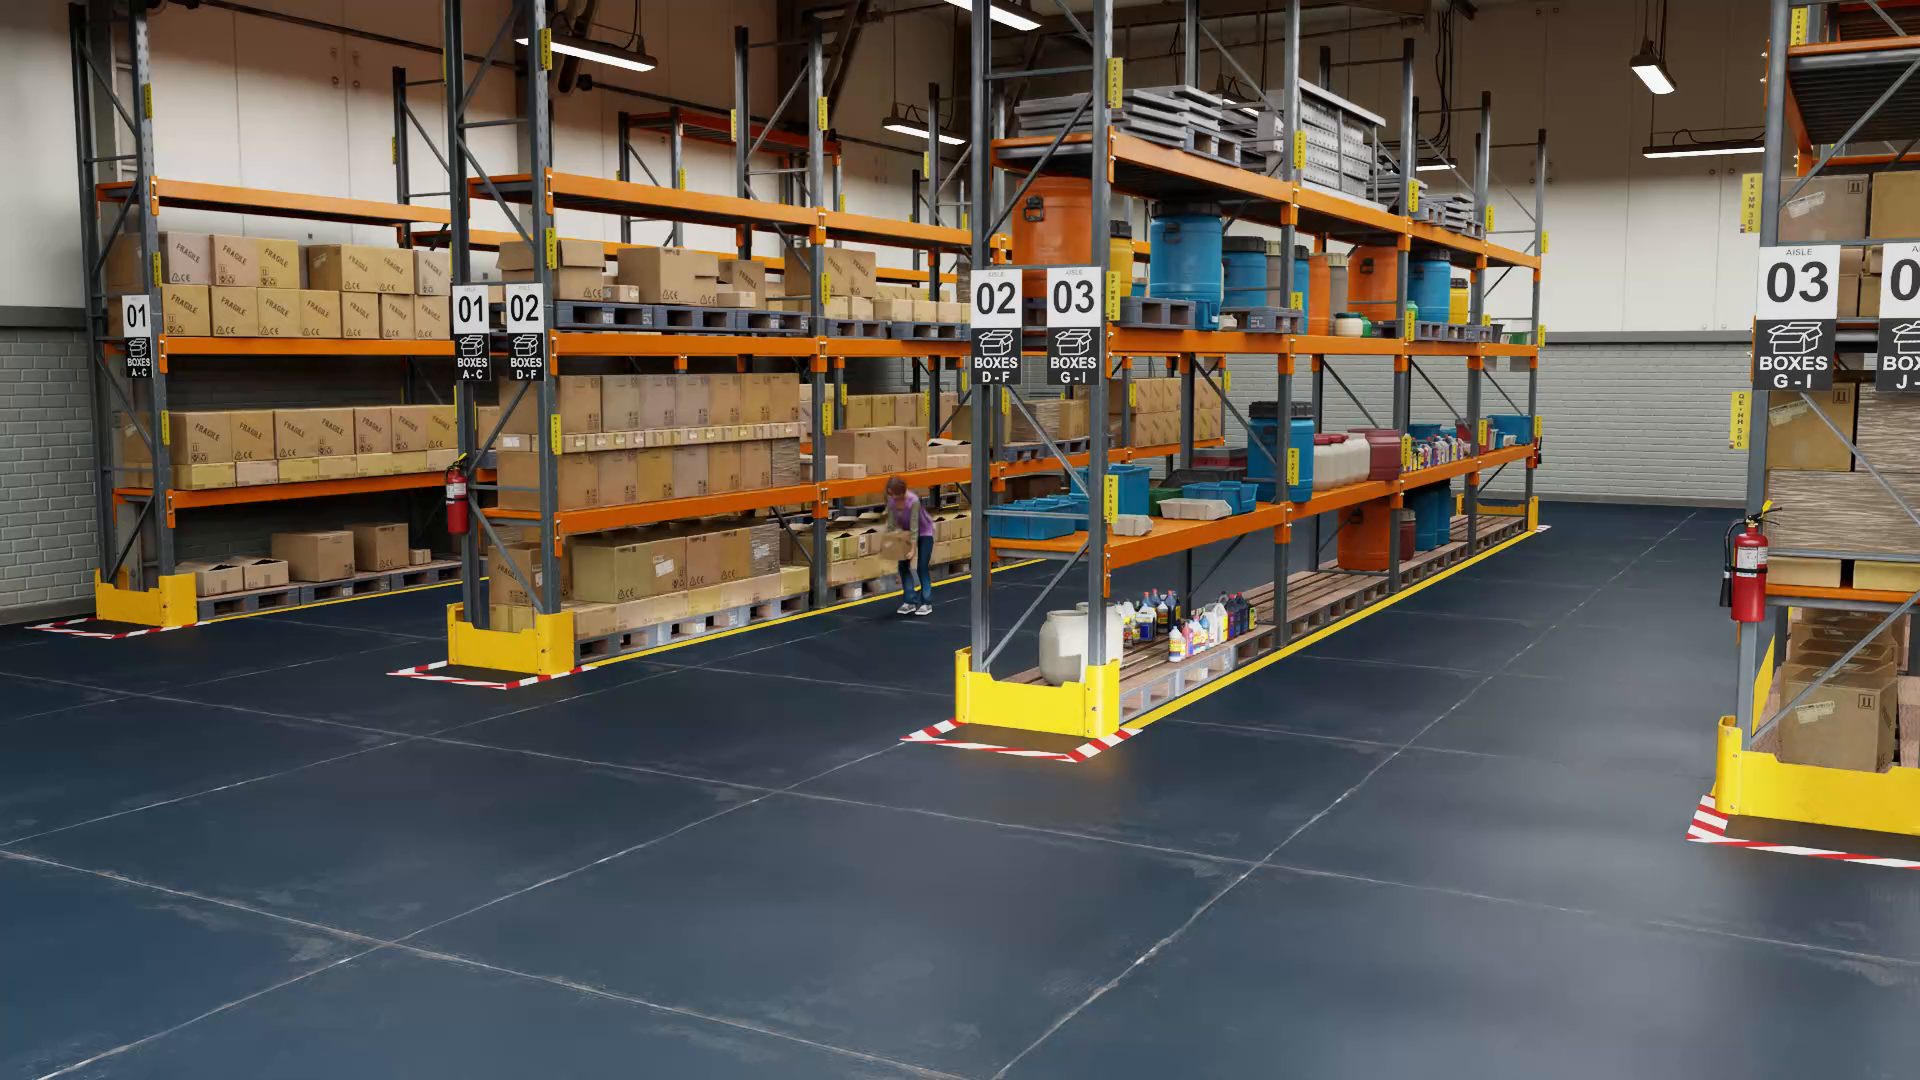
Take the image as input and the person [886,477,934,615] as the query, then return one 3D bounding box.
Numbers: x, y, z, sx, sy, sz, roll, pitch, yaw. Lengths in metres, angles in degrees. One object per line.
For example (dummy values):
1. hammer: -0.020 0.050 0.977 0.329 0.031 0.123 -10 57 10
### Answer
1. person: -0.530 0.061 16.838 0.376 1.424 0.690 4 7 31
